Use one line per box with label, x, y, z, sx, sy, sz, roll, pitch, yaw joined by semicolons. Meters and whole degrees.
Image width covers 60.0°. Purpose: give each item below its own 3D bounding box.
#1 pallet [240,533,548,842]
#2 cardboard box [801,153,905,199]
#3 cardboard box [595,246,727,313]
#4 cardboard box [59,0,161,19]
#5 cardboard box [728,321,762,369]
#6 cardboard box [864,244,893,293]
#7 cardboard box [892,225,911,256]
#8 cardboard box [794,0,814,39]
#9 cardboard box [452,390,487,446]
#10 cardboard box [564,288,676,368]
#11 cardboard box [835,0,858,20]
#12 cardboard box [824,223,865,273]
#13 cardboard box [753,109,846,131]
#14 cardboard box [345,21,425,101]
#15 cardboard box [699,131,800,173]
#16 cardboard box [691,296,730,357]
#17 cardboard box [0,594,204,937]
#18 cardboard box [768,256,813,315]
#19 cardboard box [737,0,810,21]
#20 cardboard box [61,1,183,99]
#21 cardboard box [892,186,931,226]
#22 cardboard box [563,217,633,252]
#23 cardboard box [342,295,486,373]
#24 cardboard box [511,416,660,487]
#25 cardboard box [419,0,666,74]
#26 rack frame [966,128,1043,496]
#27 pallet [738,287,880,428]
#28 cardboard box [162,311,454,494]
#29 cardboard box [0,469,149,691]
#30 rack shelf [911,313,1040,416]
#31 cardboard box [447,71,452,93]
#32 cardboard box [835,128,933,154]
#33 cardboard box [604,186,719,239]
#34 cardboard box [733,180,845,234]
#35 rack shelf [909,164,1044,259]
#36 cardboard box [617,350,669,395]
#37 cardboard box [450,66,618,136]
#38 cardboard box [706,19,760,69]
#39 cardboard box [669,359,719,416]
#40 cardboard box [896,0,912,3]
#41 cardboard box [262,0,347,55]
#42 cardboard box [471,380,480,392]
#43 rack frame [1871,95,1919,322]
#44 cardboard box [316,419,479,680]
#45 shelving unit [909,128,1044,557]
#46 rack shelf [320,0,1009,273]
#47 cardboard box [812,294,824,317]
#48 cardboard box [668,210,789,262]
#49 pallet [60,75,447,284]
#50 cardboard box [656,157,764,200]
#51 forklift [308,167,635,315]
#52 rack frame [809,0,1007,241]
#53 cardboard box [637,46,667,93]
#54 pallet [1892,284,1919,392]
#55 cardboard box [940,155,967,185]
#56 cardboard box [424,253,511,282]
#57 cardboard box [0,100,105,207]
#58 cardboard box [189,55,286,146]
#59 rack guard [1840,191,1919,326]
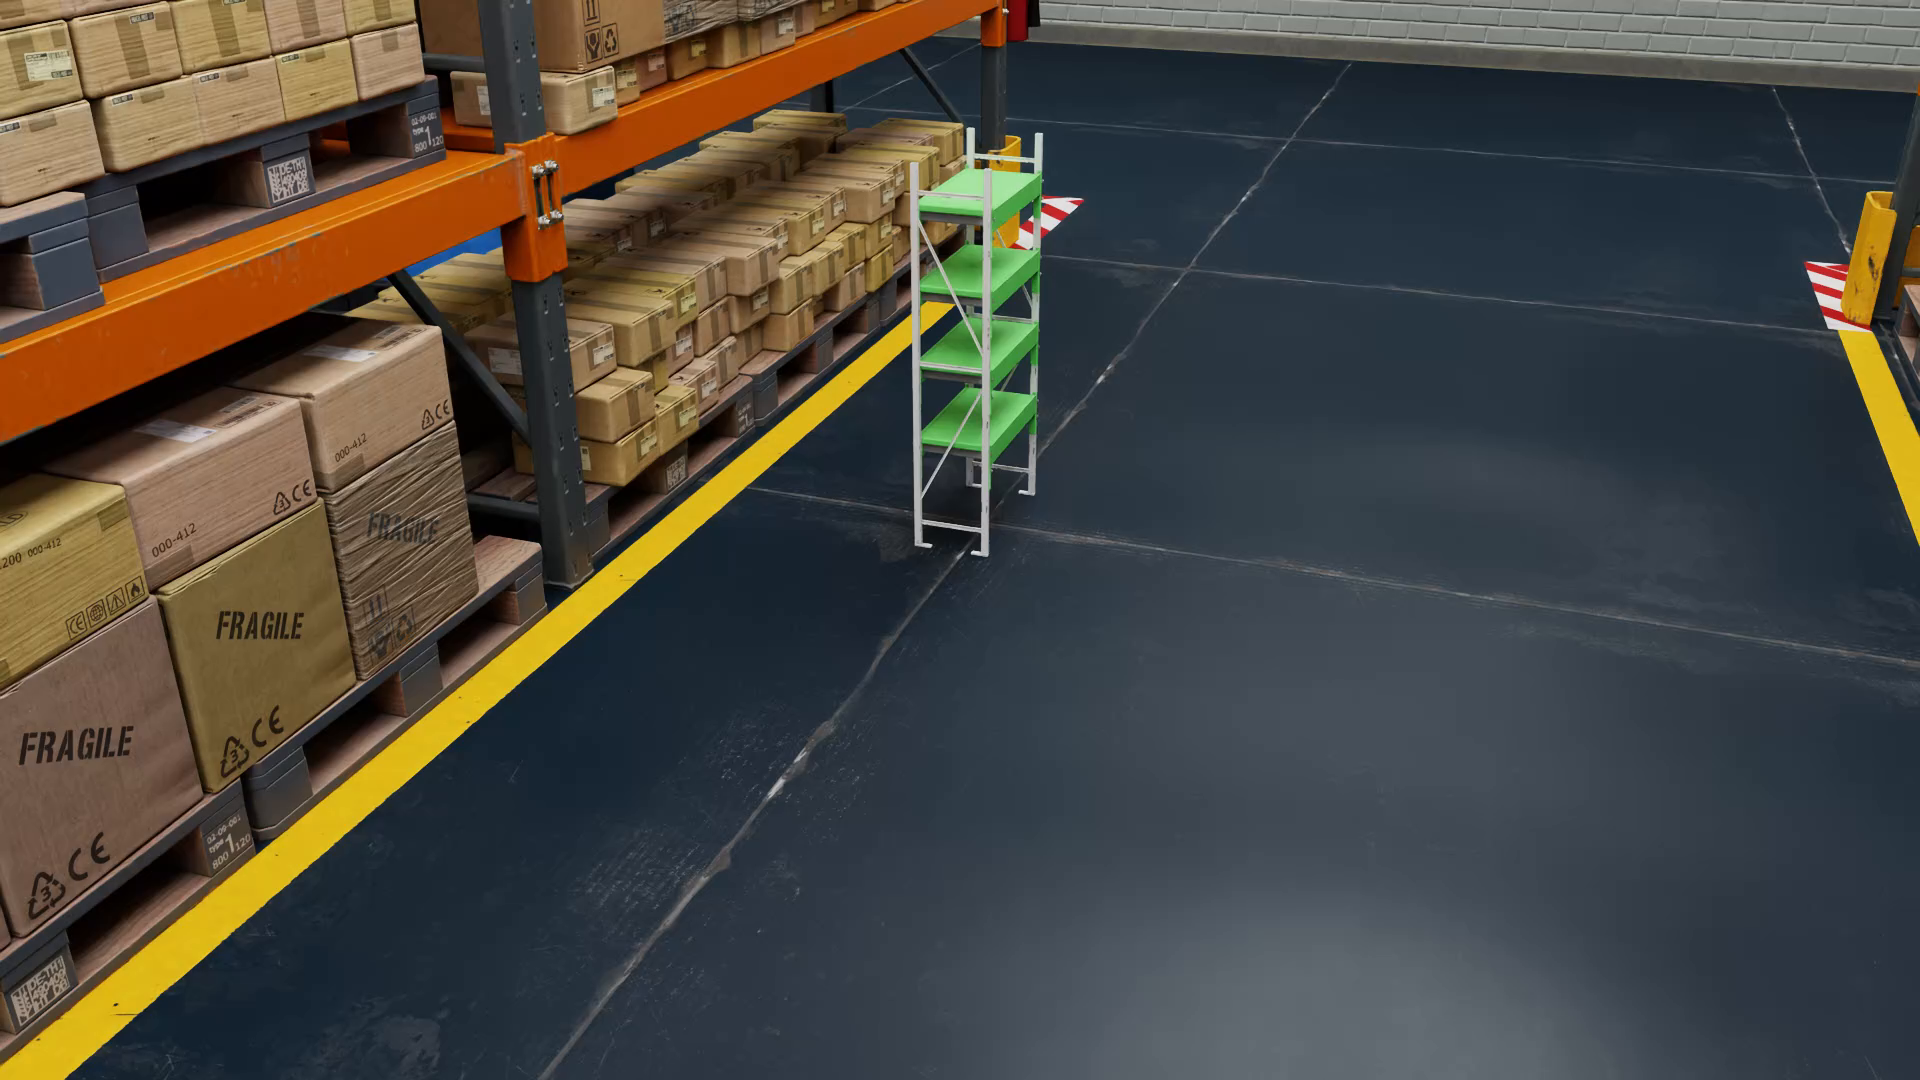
pallet;-1.855;0.282;4.426;1.003;0.211;1.213;9;27;17
cardboard box;-0.454;-1.540;7.094;0.380;0.149;0.250;8;27;15
cardboard box;-1.037;-0.905;5.783;0.380;0.149;0.250;8;27;16
cardboard box;-1.811;-1.119;3.244;0.380;0.149;0.250;9;27;17
cardboard box;-0.957;-0.749;6.143;0.380;0.149;0.250;8;27;15
cardboard box;-0.500;-1.163;6.999;0.380;0.149;0.250;8;27;15
cardboard box;-0.404;-1.380;7.448;0.380;0.149;0.250;9;27;17
cardboard box;-0.757;-1.914;6.050;0.380;0.149;0.250;10;28;19
cardboard box;-1.788;-0.410;5.444;0.380;0.149;0.250;9;27;18
cardboard box;-1.140;-0.683;5.326;0.380;0.149;0.250;10;28;20
cardboard box;-0.620;-2.133;6.501;0.380;0.149;0.250;8;27;15
cardboard box;-0.607;-1.188;6.709;0.380;0.149;0.250;10;28;20
cardboard box;-0.761;-1.945;7.931;0.380;0.149;0.250;8;27;15
cardboard box;-1.543;-1.177;4.046;0.380;0.149;0.250;8;27;16
cardboard box;-0.944;-1.729;7.486;0.380;0.149;0.250;9;27;17
cardboard box;-1.036;-0.769;5.844;0.380;0.149;0.250;7;27;15
cardboard box;-1.952;0.404;3.359;0.500;0.500;0.500;8;27;16
cardboard box;-0.778;-0.973;6.265;0.380;0.149;0.250;9;27;17
cardboard box;-0.836;-2.045;5.576;0.500;0.500;0.500;8;27;16
cardboard box;-1.802;-0.988;3.314;0.380;0.149;0.250;8;27;16
cardboard box;-0.344;-1.505;7.364;0.380;0.149;0.250;8;27;15
cardboard box;-1.438;-1.085;6.156;0.380;0.149;0.250;7;27;15
cardboard box;-1.725;-0.651;5.259;0.380;0.149;0.250;10;27;19
cardboard box;-1.173;-0.302;5.222;0.380;0.149;0.250;8;27;15
cardboard box;-1.195;-1.639;4.737;0.500;0.500;0.500;8;27;16
rack frame;0.136;-0.708;5.336;0.240;1.200;0.015;9;27;17
pallet;-1.003;-0.822;6.706;1.003;0.211;1.213;9;27;17
cardboard box;-1.607;-0.352;4.061;0.500;0.250;0.500;8;27;16
cardboard box;-1.953;0.076;3.176;0.500;0.250;0.500;8;27;15
rack shelf;0.055;-0.551;5.157;0.258;0.148;0.480;9;27;17
cardboard box;-1.740;-1.453;5.098;0.380;0.149;0.250;8;27;16
cardboard box;-0.341;-1.762;7.553;0.380;0.149;0.250;9;27;18
cardboard box;-1.174;-1.284;6.566;0.380;0.149;0.250;9;27;18
cardboard box;-0.683;-1.329;6.659;0.380;0.149;0.250;8;27;16
rack shelf;0.055;-0.983;4.948;0.258;0.148;0.480;9;27;17
cardboard box;-1.176;-0.553;5.398;0.380;0.149;0.250;9;27;18
cardboard box;-1.195;-1.249;4.676;0.380;0.149;0.250;10;28;19
cardboard box;-0.898;-1.688;5.583;0.380;0.149;0.250;9;27;18
cardboard box;-1.051;-0.521;5.674;0.380;0.149;0.250;9;27;17
cardboard box;-0.359;-2.339;6.927;0.380;0.149;0.250;9;27;19
cardboard box;-1.630;-1.203;3.757;0.380;0.149;0.250;9;27;18
cardboard box;-1.714;-0.622;5.540;0.380;0.149;0.250;7;27;15
rack frame;4.435;-2.261;6.477;1.000;3.000;0.127;9;27;17
cardboard box;-1.606;-0.017;4.229;0.500;0.500;0.500;8;27;16
shelving unit;0.055;-0.608;5.129;0.258;1.200;0.503;9;27;17
rack shelf;-0.932;-1.791;6.334;1.077;0.370;4.000;9;27;17
cardboard box;-0.765;-0.960;6.581;0.380;0.149;0.250;10;27;19
cardboard box;-0.862;-1.121;6.231;0.380;0.149;0.250;8;27;15
pallet;-1.989;-0.914;3.916;1.003;0.211;1.213;9;27;17
cardboard box;-1.050;-1.503;7.018;0.380;0.149;0.250;10;28;19
forklift;-2.980;-2.391;6.824;3.031;2.935;1.130;6;27;13
rack frame;-0.266;-2.937;7.874;1.000;3.000;0.127;9;27;17
cardboard box;-1.140;-1.483;5.160;0.380;0.149;0.250;8;27;15
pallet;4.243;-0.666;6.383;1.003;0.211;1.213;9;27;17
cardboard box;-0.173;-1.719;7.806;0.380;0.149;0.250;8;27;16
cardboard box;-1.601;-0.865;5.701;0.380;0.149;0.250;8;27;17
cardboard box;-1.885;-0.750;3.164;0.380;0.149;0.250;8;27;15
cardboard box;-1.714;-0.968;3.614;0.380;0.149;0.250;9;27;17
rack guard;4.443;-1.146;7.043;1.175;0.500;0.348;9;27;17
